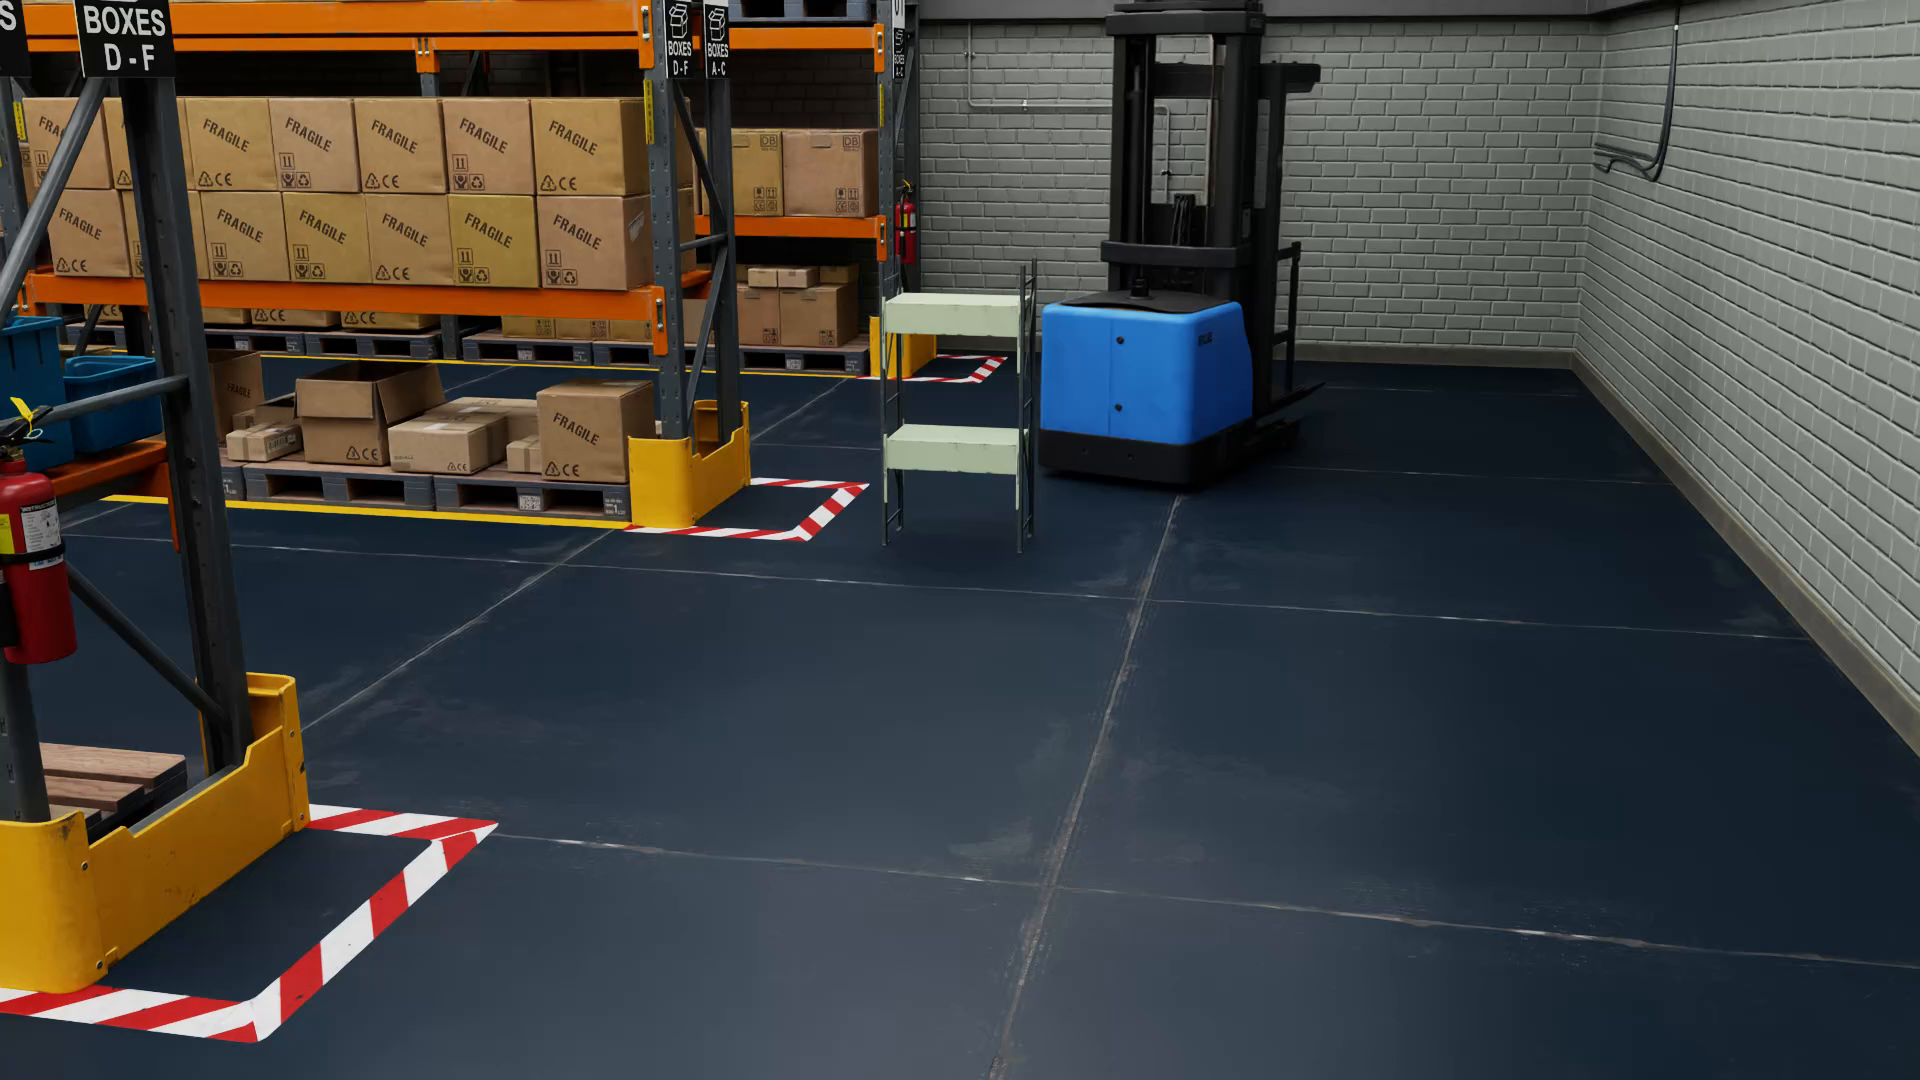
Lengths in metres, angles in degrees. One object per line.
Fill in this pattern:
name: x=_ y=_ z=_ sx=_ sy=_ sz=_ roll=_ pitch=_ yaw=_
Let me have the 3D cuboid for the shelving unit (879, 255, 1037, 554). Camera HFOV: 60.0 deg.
shelving unit: x=-0.007 y=-0.723 z=8.793 sx=0.755 sy=1.500 sz=0.431 roll=3 pitch=16 yaw=11

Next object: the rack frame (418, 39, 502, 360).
rack frame: x=-4.424 y=-3.170 z=14.818 sx=0.127 sy=3.000 sz=1.000 roll=3 pitch=16 yaw=11

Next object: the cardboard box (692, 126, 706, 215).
cardboard box: x=-2.466 y=-3.205 z=14.383 sx=0.700 sy=0.700 sz=0.980 roll=2 pitch=16 yaw=8

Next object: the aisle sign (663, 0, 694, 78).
aisle sign: x=-1.482 y=-2.831 z=8.722 sx=0.004 sy=0.787 sz=0.394 roll=3 pitch=16 yaw=11

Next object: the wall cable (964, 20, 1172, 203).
wall cable: x=0.939 y=-3.627 z=14.562 sx=1.851 sy=1.984 sz=0.084 roll=3 pitch=16 yaw=11

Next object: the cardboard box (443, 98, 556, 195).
cardboard box: x=-2.474 y=-2.170 z=9.146 sx=0.500 sy=0.500 sz=0.500 roll=4 pitch=16 yaw=13

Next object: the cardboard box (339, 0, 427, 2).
cardboard box: x=-3.024 y=-3.046 z=9.031 sx=0.500 sy=0.250 sz=0.500 roll=3 pitch=16 yaw=11

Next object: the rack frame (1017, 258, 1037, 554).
rack frame: x=0.352 y=-0.704 z=8.723 sx=0.023 sy=1.500 sz=0.400 roll=3 pitch=16 yaw=11

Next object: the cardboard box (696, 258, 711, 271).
cardboard box: x=-2.290 y=-2.392 z=14.688 sx=0.250 sy=0.149 sz=0.380 roll=3 pitch=16 yaw=12

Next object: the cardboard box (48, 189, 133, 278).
cardboard box: x=-4.962 y=-1.824 z=9.771 sx=0.500 sy=0.500 sz=0.500 roll=4 pitch=16 yaw=13

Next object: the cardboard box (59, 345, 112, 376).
cardboard box: x=-5.833 y=-0.971 z=10.737 sx=0.500 sy=0.500 sz=0.500 roll=2 pitch=16 yaw=9

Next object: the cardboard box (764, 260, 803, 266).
cardboard box: x=-1.544 y=-2.351 z=14.542 sx=0.250 sy=0.149 sz=0.380 roll=3 pitch=16 yaw=11

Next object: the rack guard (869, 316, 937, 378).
rack guard: x=-0.481 y=-1.752 z=14.379 sx=0.348 sy=0.500 sz=1.175 roll=3 pitch=16 yaw=11

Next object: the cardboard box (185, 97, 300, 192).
cardboard box: x=-3.992 y=-2.251 z=9.438 sx=0.500 sy=0.500 sz=0.500 roll=3 pitch=16 yaw=9

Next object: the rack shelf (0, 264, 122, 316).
rack shelf: x=-7.367 y=-1.634 z=10.619 sx=4.000 sy=0.370 sz=1.077 roll=3 pitch=16 yaw=11

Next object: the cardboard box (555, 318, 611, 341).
cardboard box: x=-3.220 y=-2.074 z=14.756 sx=0.500 sy=0.500 sz=0.700 roll=3 pitch=16 yaw=11

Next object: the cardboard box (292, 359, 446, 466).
cardboard box: x=-3.565 y=-0.785 z=10.058 sx=0.637 sy=0.503 sz=0.797 roll=3 pitch=16 yaw=11

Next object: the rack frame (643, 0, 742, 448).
rack frame: x=-1.488 y=-1.662 z=9.371 sx=0.127 sy=3.000 sz=1.000 roll=3 pitch=16 yaw=11

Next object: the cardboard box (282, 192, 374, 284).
cardboard box: x=-3.471 y=-1.744 z=9.481 sx=0.500 sy=0.500 sz=0.500 roll=3 pitch=16 yaw=10

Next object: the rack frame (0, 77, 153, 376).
rack frame: x=-5.407 y=-1.874 z=10.139 sx=0.127 sy=3.000 sz=1.000 roll=3 pitch=16 yaw=11

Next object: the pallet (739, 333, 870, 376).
pallet: x=-1.303 y=-1.636 z=14.502 sx=1.213 sy=0.211 sz=1.003 roll=3 pitch=16 yaw=11

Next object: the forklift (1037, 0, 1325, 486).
forklift: x=1.671 y=-2.084 z=11.023 sx=1.130 sy=2.935 sz=3.031 roll=9 pitch=18 yaw=29

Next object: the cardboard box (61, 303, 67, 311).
cardboard box: x=-9.060 y=-2.415 z=15.950 sx=0.500 sy=0.500 sz=0.700 roll=3 pitch=16 yaw=12

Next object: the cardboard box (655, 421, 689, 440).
cardboard box: x=-1.829 y=-0.612 z=10.098 sx=0.250 sy=0.149 sz=0.380 roll=3 pitch=16 yaw=11

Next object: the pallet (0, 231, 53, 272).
pallet: x=-6.169 y=-1.853 z=10.422 sx=1.213 sy=0.211 sz=1.003 roll=3 pitch=16 yaw=11

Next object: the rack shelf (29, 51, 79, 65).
rack shelf: x=-10.303 y=-4.588 z=15.666 sx=4.000 sy=0.370 sz=1.077 roll=3 pitch=16 yaw=11

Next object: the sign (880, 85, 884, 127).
sign: x=-0.626 y=-3.489 z=13.354 sx=0.005 sy=0.325 sz=0.100 roll=3 pitch=16 yaw=11

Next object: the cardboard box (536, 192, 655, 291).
cardboard box: x=-1.981 y=-1.662 z=9.187 sx=0.500 sy=0.500 sz=0.500 roll=4 pitch=16 yaw=13

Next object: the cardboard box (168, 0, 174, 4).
cardboard box: x=-4.491 y=-3.129 z=9.332 sx=0.500 sy=0.250 sz=0.500 roll=3 pitch=16 yaw=11

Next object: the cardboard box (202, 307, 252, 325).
cardboard box: x=-6.792 y=-2.428 z=15.378 sx=0.750 sy=0.750 sz=0.750 roll=3 pitch=16 yaw=11

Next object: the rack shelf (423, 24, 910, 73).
rack shelf: x=-2.464 y=-4.163 z=14.130 sx=4.000 sy=0.370 sz=1.077 roll=3 pitch=16 yaw=11

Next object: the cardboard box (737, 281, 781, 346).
cardboard box: x=-1.700 y=-1.993 z=14.464 sx=0.500 sy=0.500 sz=0.700 roll=3 pitch=16 yaw=11

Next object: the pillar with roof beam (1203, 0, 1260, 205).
pillar with roof beam: x=1.456 y=-4.805 z=9.482 sx=0.400 sy=9.000 sz=9.100 roll=3 pitch=16 yaw=11

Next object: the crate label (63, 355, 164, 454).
crate label: x=-2.655 y=-0.413 z=5.067 sx=0.303 sy=0.233 sz=0.416 roll=3 pitch=16 yaw=11

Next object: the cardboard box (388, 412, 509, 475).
cardboard box: x=-2.994 y=-0.571 z=9.762 sx=0.500 sy=0.250 sz=0.500 roll=3 pitch=16 yaw=11

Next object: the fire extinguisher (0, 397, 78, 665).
fire extinguisher: x=-2.421 y=-0.022 z=4.296 sx=0.183 sy=0.674 sz=0.296 roll=3 pitch=16 yaw=11

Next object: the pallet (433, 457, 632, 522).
pallet: x=-2.343 y=-0.364 z=9.910 sx=1.213 sy=0.211 sz=1.003 roll=3 pitch=16 yaw=11

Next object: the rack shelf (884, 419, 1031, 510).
rack shelf: x=-0.007 y=-0.409 z=8.880 sx=0.720 sy=0.370 sz=0.431 roll=3 pitch=16 yaw=11

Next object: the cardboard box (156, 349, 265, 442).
cardboard box: x=-4.792 y=-0.926 z=10.573 sx=0.500 sy=0.500 sz=0.500 roll=3 pitch=16 yaw=11

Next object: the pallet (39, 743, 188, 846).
pallet: x=-3.279 y=0.924 z=5.261 sx=1.213 sy=0.211 sz=1.003 roll=3 pitch=16 yaw=11
